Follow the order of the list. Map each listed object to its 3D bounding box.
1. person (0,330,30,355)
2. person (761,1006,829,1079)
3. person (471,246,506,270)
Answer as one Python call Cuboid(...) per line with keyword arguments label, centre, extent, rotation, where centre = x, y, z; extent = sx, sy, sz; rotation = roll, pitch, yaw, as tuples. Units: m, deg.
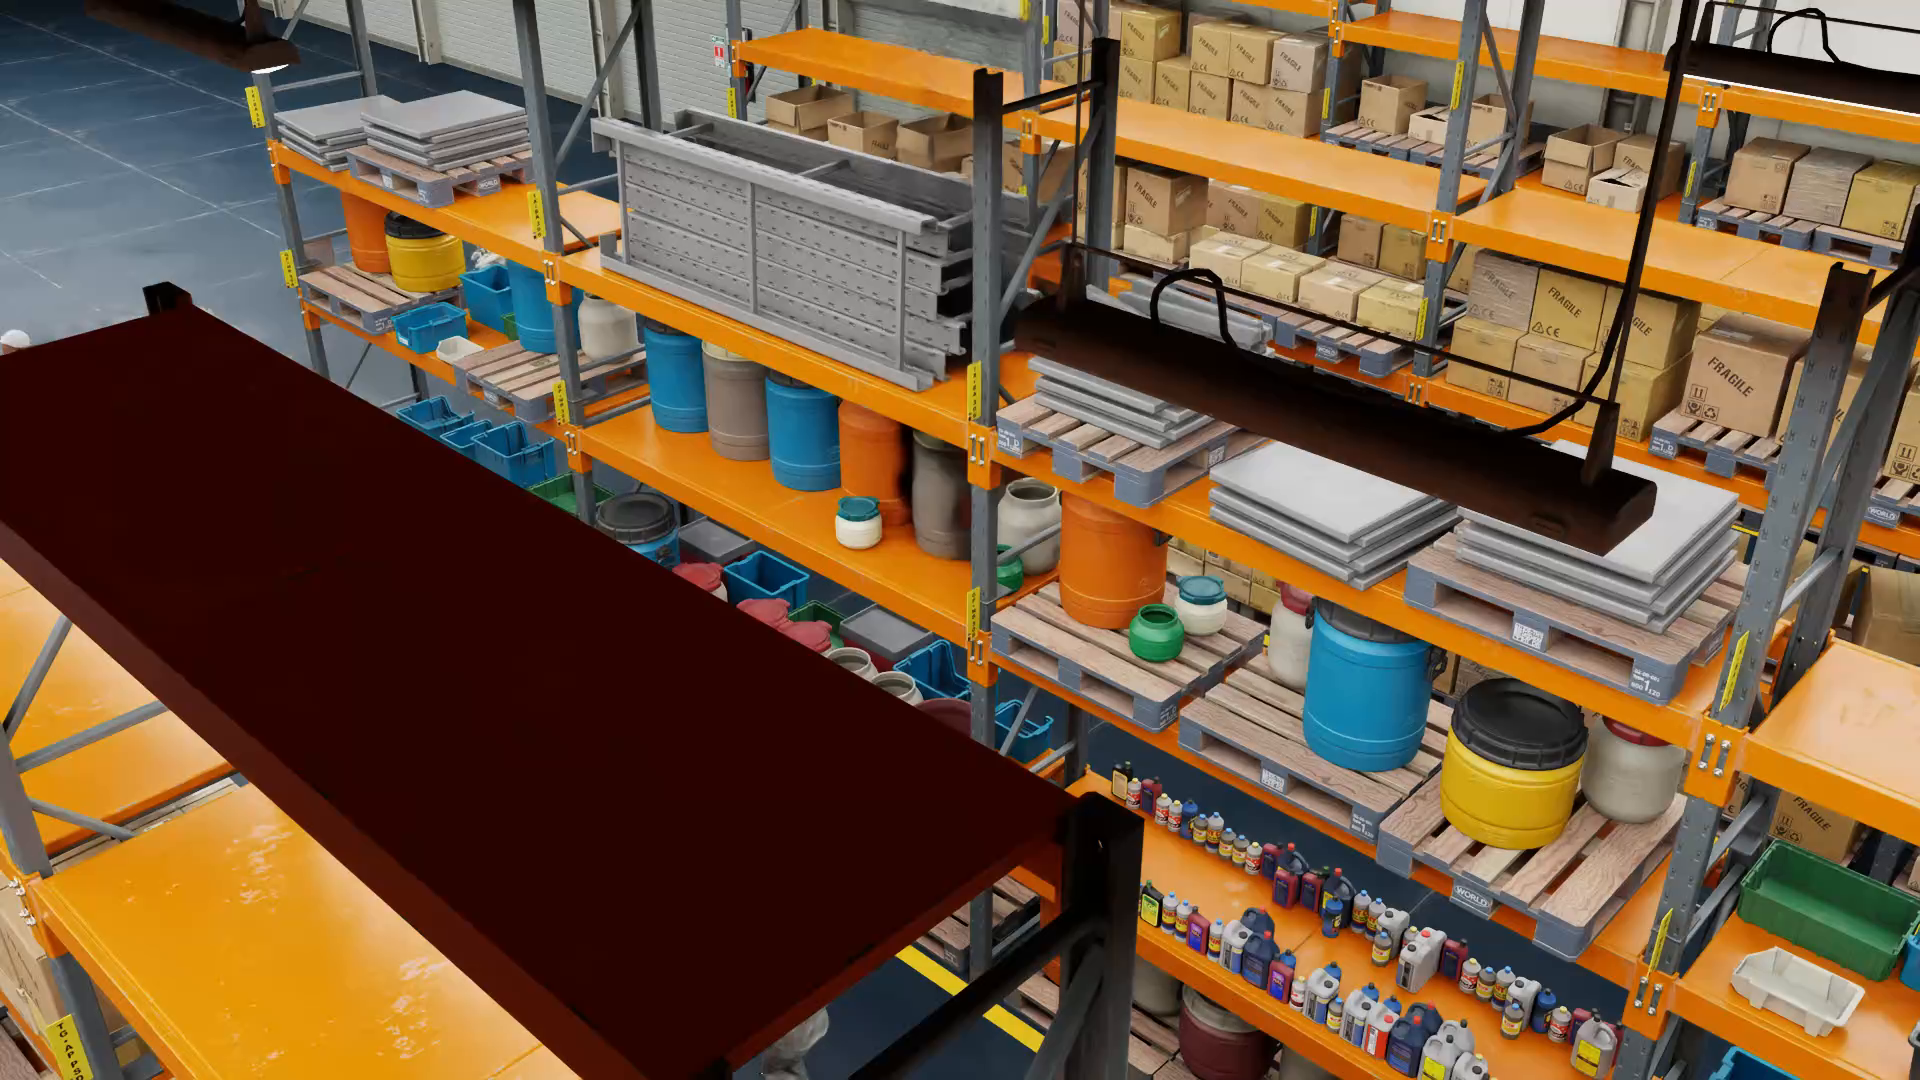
Cuboid(label="person", centre=(-9.299, -1.304, 16.809), extent=(0.640, 1.735, 0.694), rotation=(-10, 31, -16))
Cuboid(label="person", centre=(-0.878, 2.715, 9.237), extent=(0.512, 1.557, 0.535), rotation=(18, 34, 29))
Cuboid(label="person", centre=(-5.770, -3.446, 20.677), extent=(0.578, 1.647, 0.616), rotation=(-14, 32, -23))
